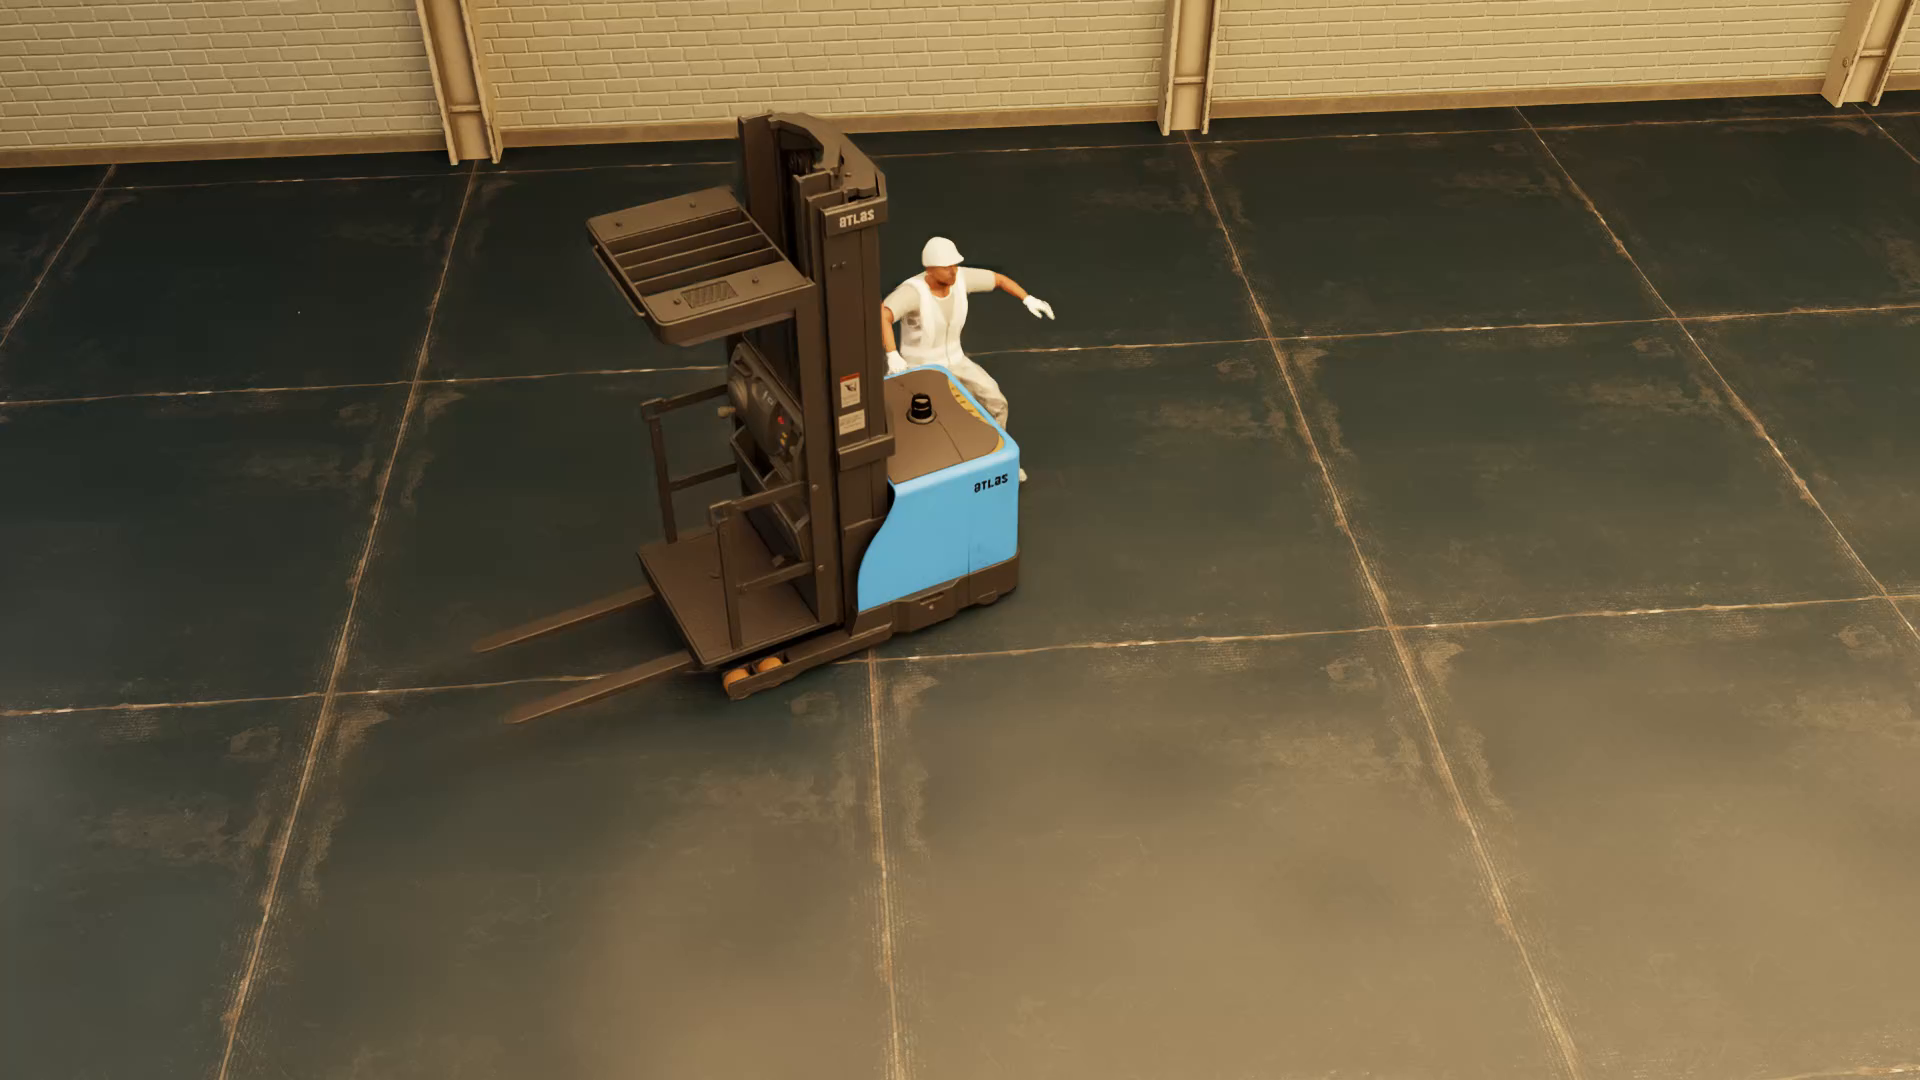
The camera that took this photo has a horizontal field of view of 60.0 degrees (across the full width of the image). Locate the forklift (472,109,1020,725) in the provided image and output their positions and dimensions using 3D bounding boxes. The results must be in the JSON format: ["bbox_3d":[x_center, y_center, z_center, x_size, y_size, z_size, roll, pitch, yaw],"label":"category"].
[{"bbox_3d":[-1.201,-0.631,8.676,3.031,2.935,1.130,-19,44,-21],"label":"forklift"}]

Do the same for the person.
[{"bbox_3d":[0.003,-1.048,10.170,0.870,1.559,1.156,30,49,30],"label":"person"}]
